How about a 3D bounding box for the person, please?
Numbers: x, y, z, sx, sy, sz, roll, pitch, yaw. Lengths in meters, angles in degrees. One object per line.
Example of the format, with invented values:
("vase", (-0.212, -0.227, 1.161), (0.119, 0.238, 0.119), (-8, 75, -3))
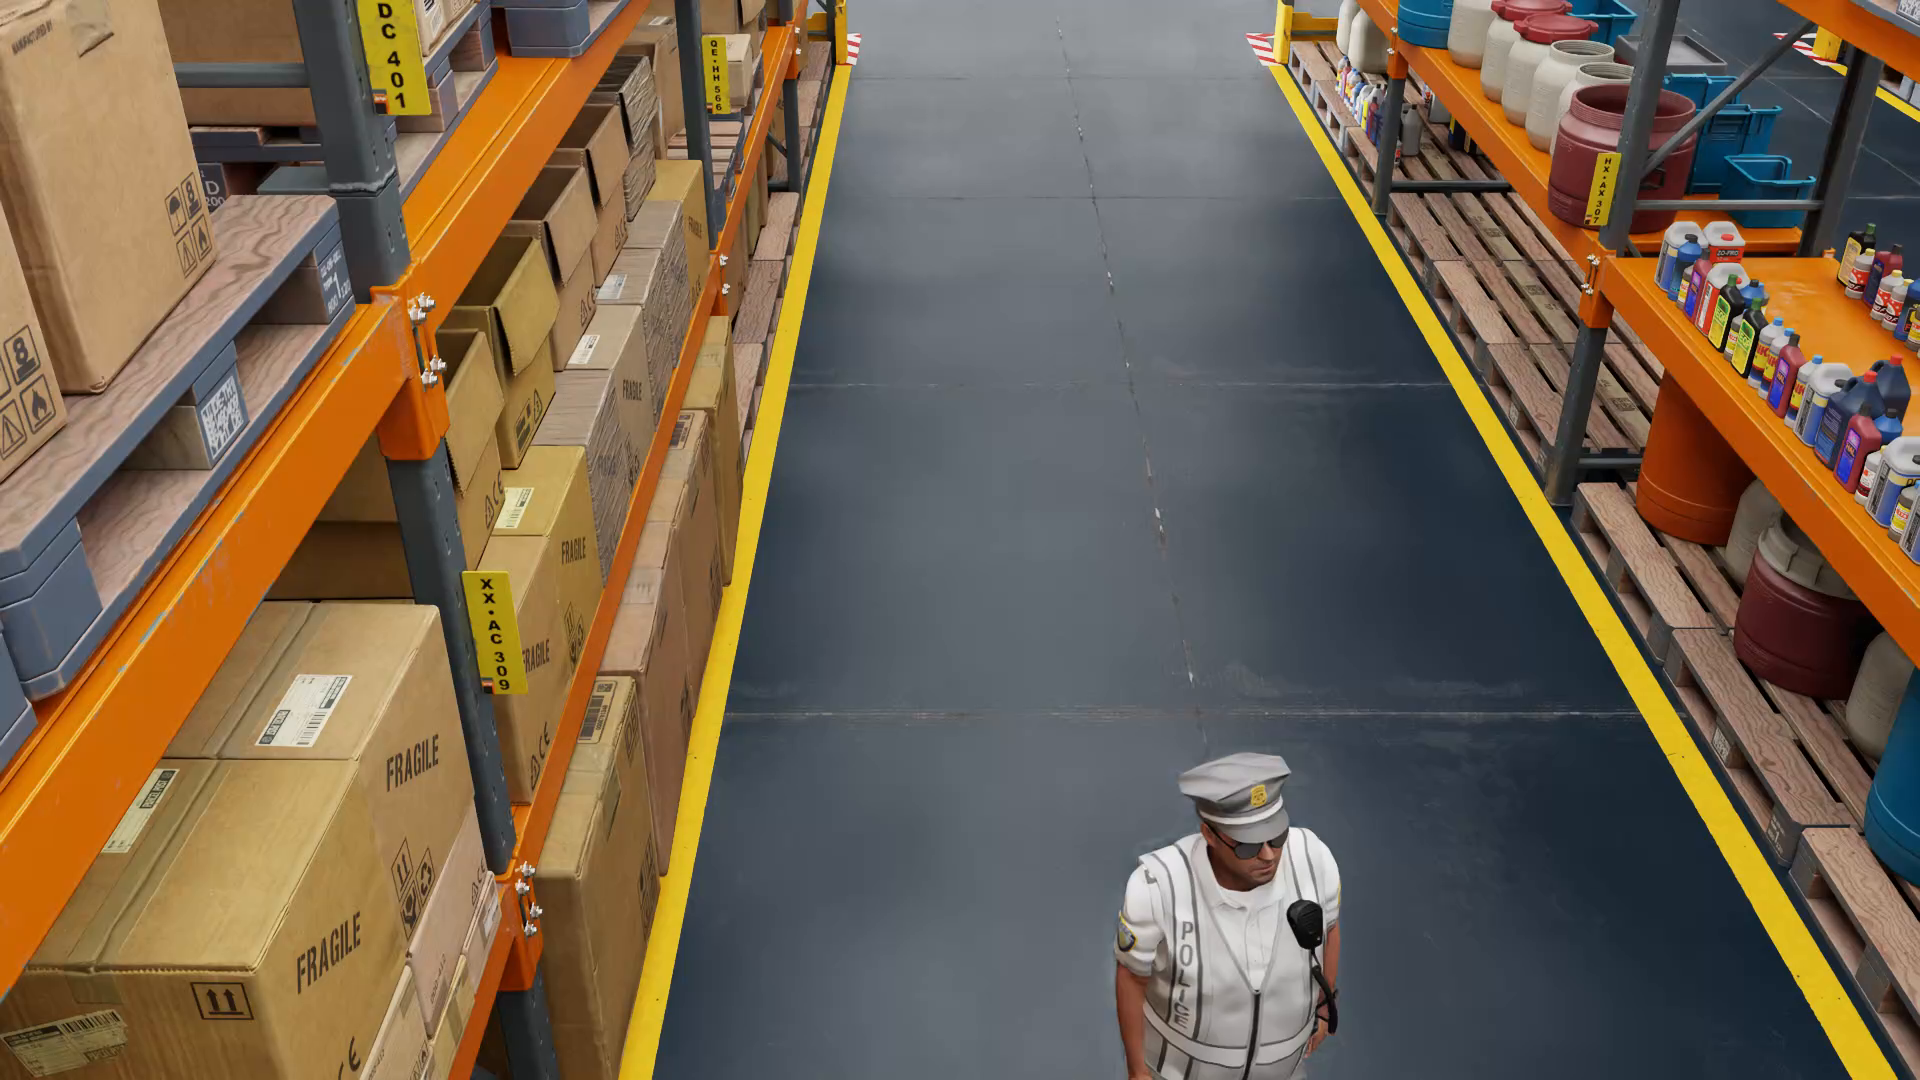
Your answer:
("person", (0.646, 1.191, 4.094), (0.579, 1.759, 0.509), (-5, 32, -8))
